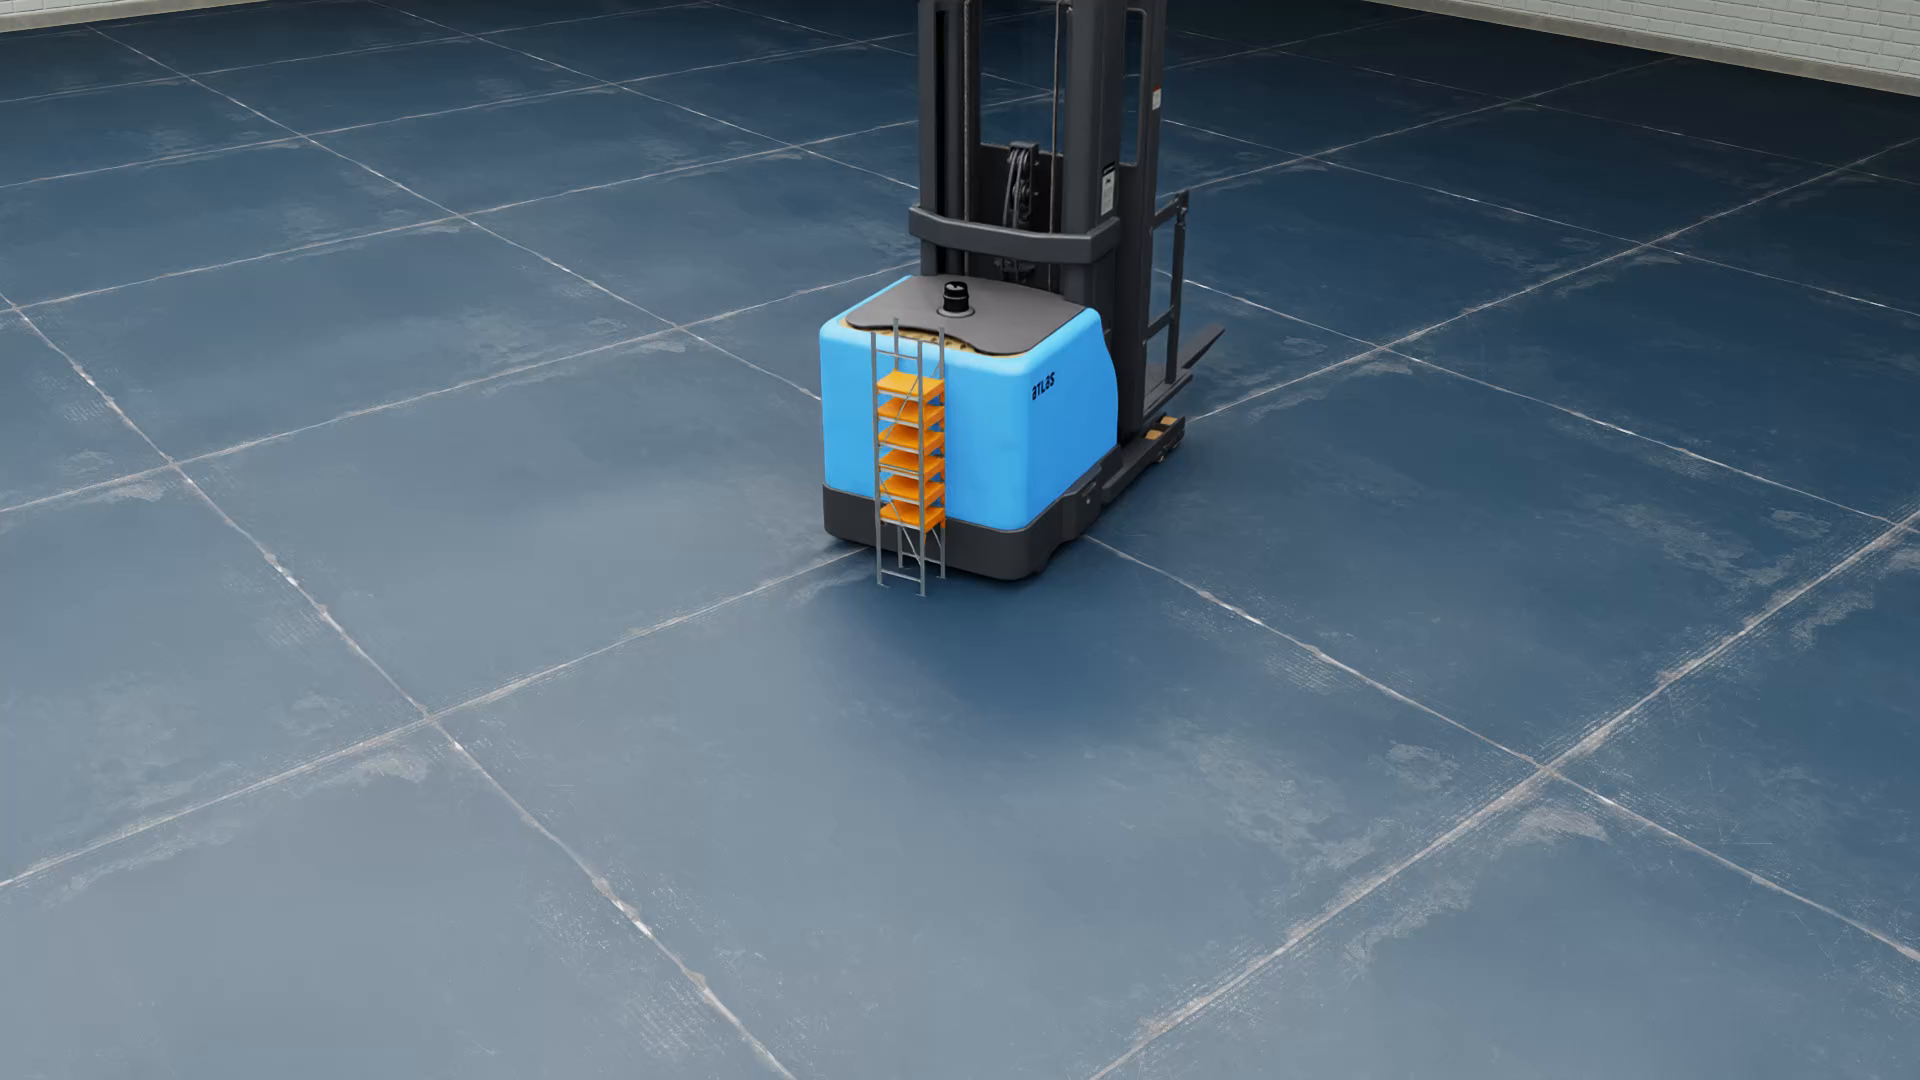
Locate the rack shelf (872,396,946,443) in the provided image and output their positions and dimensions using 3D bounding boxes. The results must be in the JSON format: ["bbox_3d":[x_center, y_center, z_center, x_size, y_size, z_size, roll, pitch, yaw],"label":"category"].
[{"bbox_3d":[-0.215,-0.512,7.019,0.258,0.103,0.180,14,31,25],"label":"rack shelf"}]

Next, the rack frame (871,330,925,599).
[{"bbox_3d":[-0.259,-0.301,7.040,0.240,1.200,0.006,14,31,25],"label":"rack frame"}]

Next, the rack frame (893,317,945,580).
[{"bbox_3d":[-0.172,-0.377,7.182,0.240,1.200,0.006,14,31,25],"label":"rack frame"}]

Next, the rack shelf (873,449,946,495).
[{"bbox_3d":[-0.215,-0.300,7.132,0.258,0.103,0.180,14,31,25],"label":"rack shelf"}]

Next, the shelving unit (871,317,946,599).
[{"bbox_3d":[-0.215,-0.339,7.111,0.258,1.200,0.189,14,31,25],"label":"shelving unit"}]

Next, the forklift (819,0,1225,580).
[{"bbox_3d":[0.514,-1.781,7.972,1.130,2.935,3.031,14,31,25],"label":"forklift"}]

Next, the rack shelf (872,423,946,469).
[{"bbox_3d":[-0.215,-0.406,7.076,0.258,0.103,0.180,14,31,25],"label":"rack shelf"}]

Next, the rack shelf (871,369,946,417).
[{"bbox_3d":[-0.215,-0.617,6.963,0.258,0.103,0.180,14,31,25],"label":"rack shelf"}]

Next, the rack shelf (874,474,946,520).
[{"bbox_3d":[-0.215,-0.194,7.189,0.258,0.103,0.180,14,31,25],"label":"rack shelf"}]

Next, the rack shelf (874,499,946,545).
[{"bbox_3d":[-0.215,-0.088,7.246,0.258,0.103,0.180,14,31,25],"label":"rack shelf"}]
